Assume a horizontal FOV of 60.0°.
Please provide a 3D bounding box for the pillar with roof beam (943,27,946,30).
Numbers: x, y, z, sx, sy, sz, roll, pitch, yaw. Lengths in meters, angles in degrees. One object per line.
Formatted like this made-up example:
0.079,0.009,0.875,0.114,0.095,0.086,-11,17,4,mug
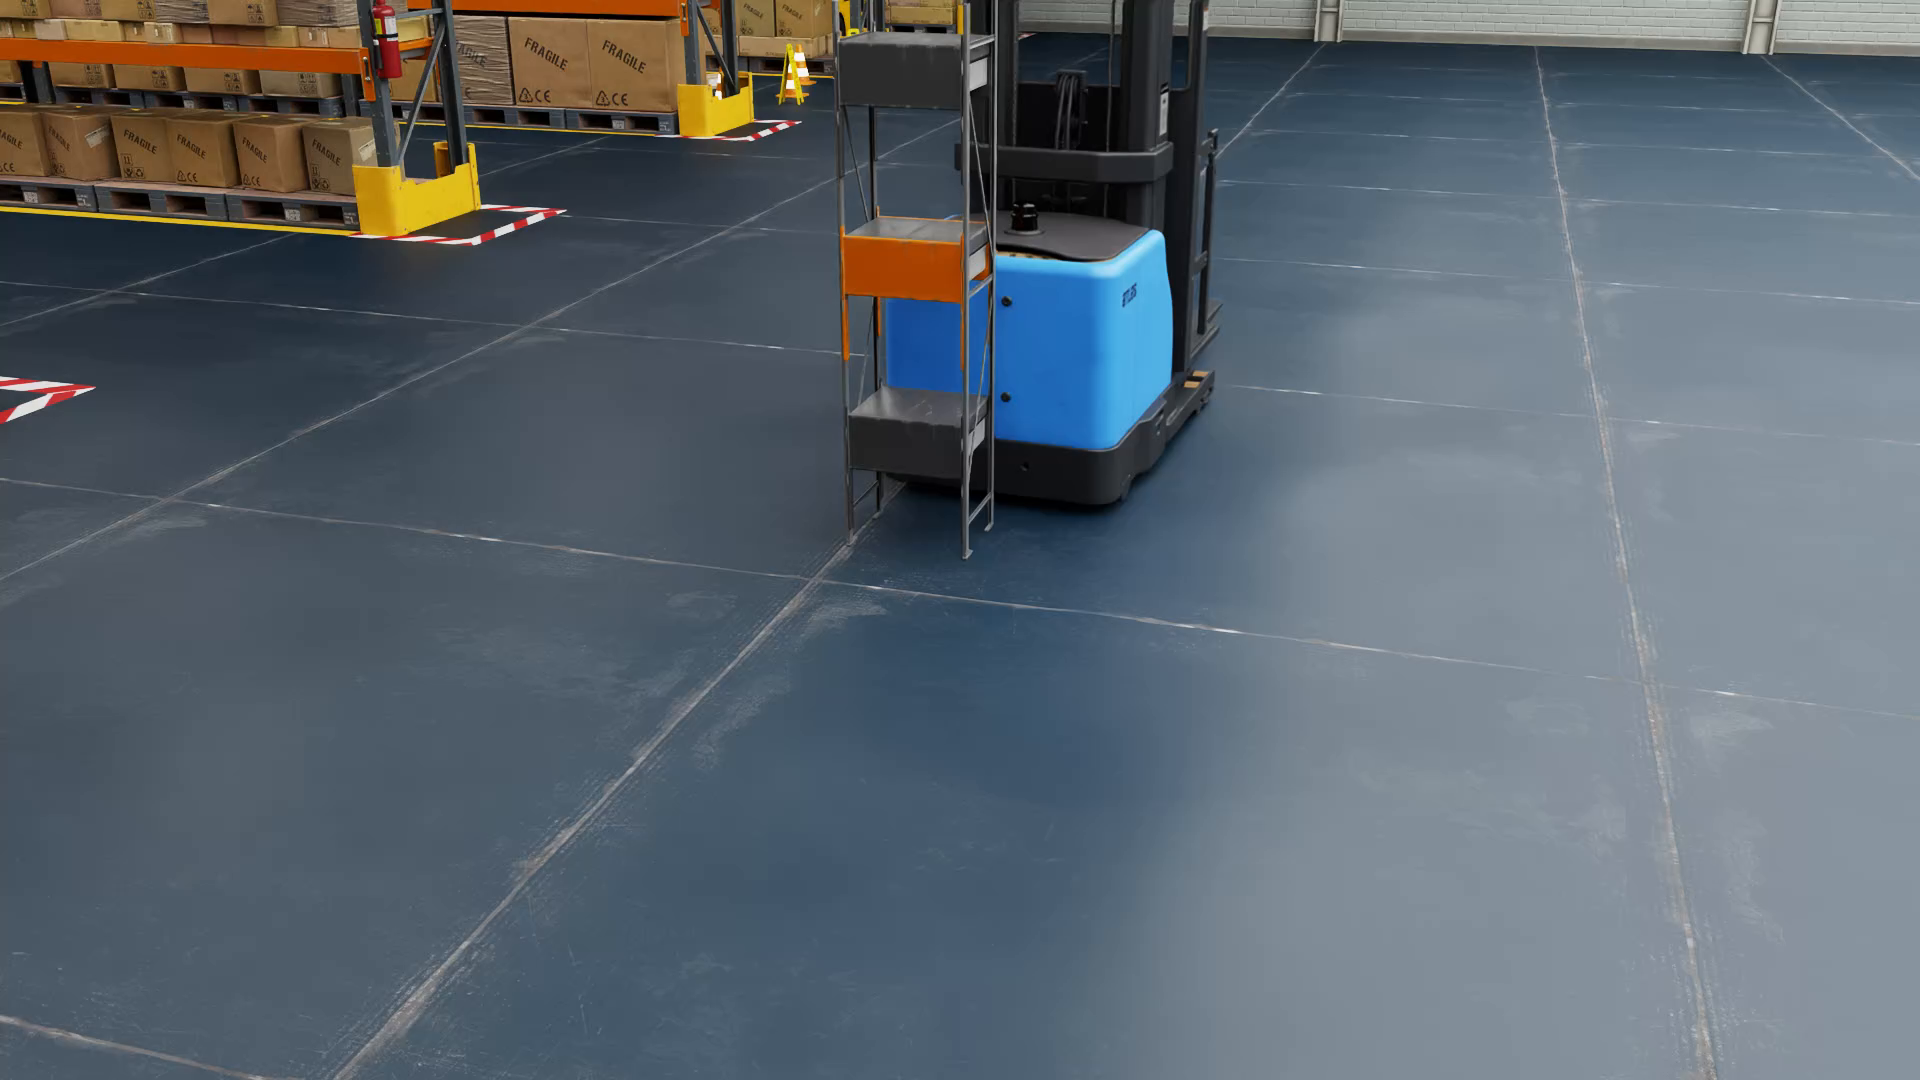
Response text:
-1.396,-10.848,21.359,0.400,9.000,9.100,7,23,16,pillar with roof beam

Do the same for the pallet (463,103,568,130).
-4.462,-4.523,17.519,1.213,0.211,1.003,7,23,15,pallet

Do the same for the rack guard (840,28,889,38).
-1.250,-6.281,21.424,0.348,0.500,1.175,7,23,16,rack guard

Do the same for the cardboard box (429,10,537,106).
-4.894,-5.078,17.443,0.875,0.875,0.875,7,23,16,cardboard box

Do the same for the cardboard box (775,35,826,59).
-2.051,-6.345,21.355,0.500,0.250,0.500,6,23,15,cardboard box

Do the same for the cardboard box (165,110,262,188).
-5.809,-3.070,13.041,0.500,0.500,0.500,9,24,20,cardboard box

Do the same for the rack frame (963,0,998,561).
0.075,-0.963,6.351,0.015,2.100,0.400,7,23,16,rack frame

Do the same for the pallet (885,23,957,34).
-0.491,-8.012,26.023,1.213,0.211,1.003,7,23,16,pallet

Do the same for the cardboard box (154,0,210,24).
-5.538,-4.165,12.446,0.500,0.500,0.875,7,23,16,cardboard box

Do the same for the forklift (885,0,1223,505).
0.660,-2.031,7.860,1.130,2.935,3.031,8,24,19,forklift

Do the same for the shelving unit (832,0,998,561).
-0.158,-0.990,6.416,0.503,2.100,0.431,7,23,16,shelving unit

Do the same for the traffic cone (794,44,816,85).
-1.961,-5.834,20.383,0.334,0.463,0.336,7,23,16,traffic cone

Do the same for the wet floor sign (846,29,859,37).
-1.304,-5.930,20.377,0.232,0.644,0.267,16,27,34,wet floor sign

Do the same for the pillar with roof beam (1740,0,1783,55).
10.092,-9.533,18.152,0.400,9.000,9.100,7,23,16,pillar with roof beam

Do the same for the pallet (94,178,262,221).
-6.044,-2.783,13.277,1.213,0.211,1.003,7,23,16,pallet

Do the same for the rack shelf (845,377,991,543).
-0.158,-0.329,6.687,0.480,0.518,0.431,7,23,16,rack shelf

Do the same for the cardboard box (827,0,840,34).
-1.892,-6.890,21.695,0.500,0.500,0.500,6,23,14,cardboard box

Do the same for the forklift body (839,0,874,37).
-2.089,-8.385,24.379,1.214,2.155,2.313,7,23,16,forklift body

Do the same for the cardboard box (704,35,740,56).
-3.025,-6.457,21.629,0.500,0.250,0.500,6,23,14,cardboard box

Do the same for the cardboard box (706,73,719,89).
-3.015,-5.520,20.031,0.380,0.149,0.250,-20,29,-39,cardboard box

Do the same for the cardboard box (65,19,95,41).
-6.546,-3.890,12.632,0.250,0.149,0.380,7,23,16,cardboard box

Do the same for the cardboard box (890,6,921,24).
-0.761,-8.150,25.756,0.500,0.250,0.500,7,23,15,cardboard box

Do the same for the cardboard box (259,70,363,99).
-6.960,-5.247,18.020,0.750,0.750,1.050,6,23,15,cardboard box

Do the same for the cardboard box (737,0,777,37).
-2.520,-6.747,21.348,0.500,0.500,0.500,7,23,17,cardboard box

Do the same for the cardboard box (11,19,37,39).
-7.025,-3.945,12.765,0.250,0.149,0.380,7,23,16,cardboard box

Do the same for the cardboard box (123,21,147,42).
-6.058,-3.848,12.528,0.250,0.149,0.380,7,23,16,cardboard box

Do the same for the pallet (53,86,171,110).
-9.436,-5.093,18.907,1.213,0.211,1.003,7,23,16,pallet

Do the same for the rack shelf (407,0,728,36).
-4.425,-5.506,17.189,4.000,0.370,1.077,7,23,16,rack shelf

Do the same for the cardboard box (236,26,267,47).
-5.100,-3.738,12.261,0.250,0.149,0.380,7,23,16,cardboard box

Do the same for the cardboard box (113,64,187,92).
-8.774,-5.456,18.530,0.750,0.750,1.050,7,23,16,cardboard box

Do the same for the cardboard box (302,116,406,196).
-4.632,-2.941,12.728,0.500,0.500,0.500,11,25,25,cardboard box

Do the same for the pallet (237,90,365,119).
-7.100,-4.825,18.255,1.213,0.211,1.003,7,23,16,pallet

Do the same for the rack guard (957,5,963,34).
0.276,-8.074,25.795,0.348,0.500,1.175,7,23,16,rack guard

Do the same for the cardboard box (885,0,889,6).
-1.280,-8.434,25.790,0.500,0.250,0.500,6,23,14,cardboard box

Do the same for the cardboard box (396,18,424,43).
-4.243,-3.830,12.486,0.250,0.149,0.380,7,23,16,cardboard box

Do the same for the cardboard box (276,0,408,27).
-4.558,-4.083,12.247,0.500,0.500,0.875,7,23,16,cardboard box

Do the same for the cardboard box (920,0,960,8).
-0.303,-8.326,25.527,0.500,0.250,0.500,6,23,15,cardboard box

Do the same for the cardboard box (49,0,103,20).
-6.480,-4.293,12.761,0.500,0.500,0.875,7,23,16,cardboard box

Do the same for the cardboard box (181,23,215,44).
-5.573,-3.800,12.412,0.250,0.149,0.380,7,23,16,cardboard box

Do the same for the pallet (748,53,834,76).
-2.017,-6.249,21.727,1.213,0.211,1.003,7,23,16,pallet

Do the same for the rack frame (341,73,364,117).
-6.339,-6.058,17.587,0.127,3.000,1.000,7,23,16,rack frame

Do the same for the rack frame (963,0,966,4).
0.253,-9.233,25.327,0.127,3.000,1.000,7,23,16,rack frame

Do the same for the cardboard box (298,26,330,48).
-4.611,-3.696,12.160,0.250,0.149,0.380,7,23,16,cardboard box

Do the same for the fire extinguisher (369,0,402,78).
-4.063,-3.613,11.727,0.183,0.674,0.296,7,23,16,fire extinguisher

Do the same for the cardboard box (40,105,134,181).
-6.947,-3.187,13.326,0.500,0.500,0.500,15,27,32,cardboard box

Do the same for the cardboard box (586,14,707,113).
-3.178,-4.881,16.964,0.875,0.875,0.875,7,23,16,cardboard box

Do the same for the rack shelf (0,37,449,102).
-5.954,-3.715,12.822,4.000,0.370,1.077,7,23,16,rack shelf

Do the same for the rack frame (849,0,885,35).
-1.177,-7.429,20.929,0.127,3.000,1.000,7,23,16,rack frame
